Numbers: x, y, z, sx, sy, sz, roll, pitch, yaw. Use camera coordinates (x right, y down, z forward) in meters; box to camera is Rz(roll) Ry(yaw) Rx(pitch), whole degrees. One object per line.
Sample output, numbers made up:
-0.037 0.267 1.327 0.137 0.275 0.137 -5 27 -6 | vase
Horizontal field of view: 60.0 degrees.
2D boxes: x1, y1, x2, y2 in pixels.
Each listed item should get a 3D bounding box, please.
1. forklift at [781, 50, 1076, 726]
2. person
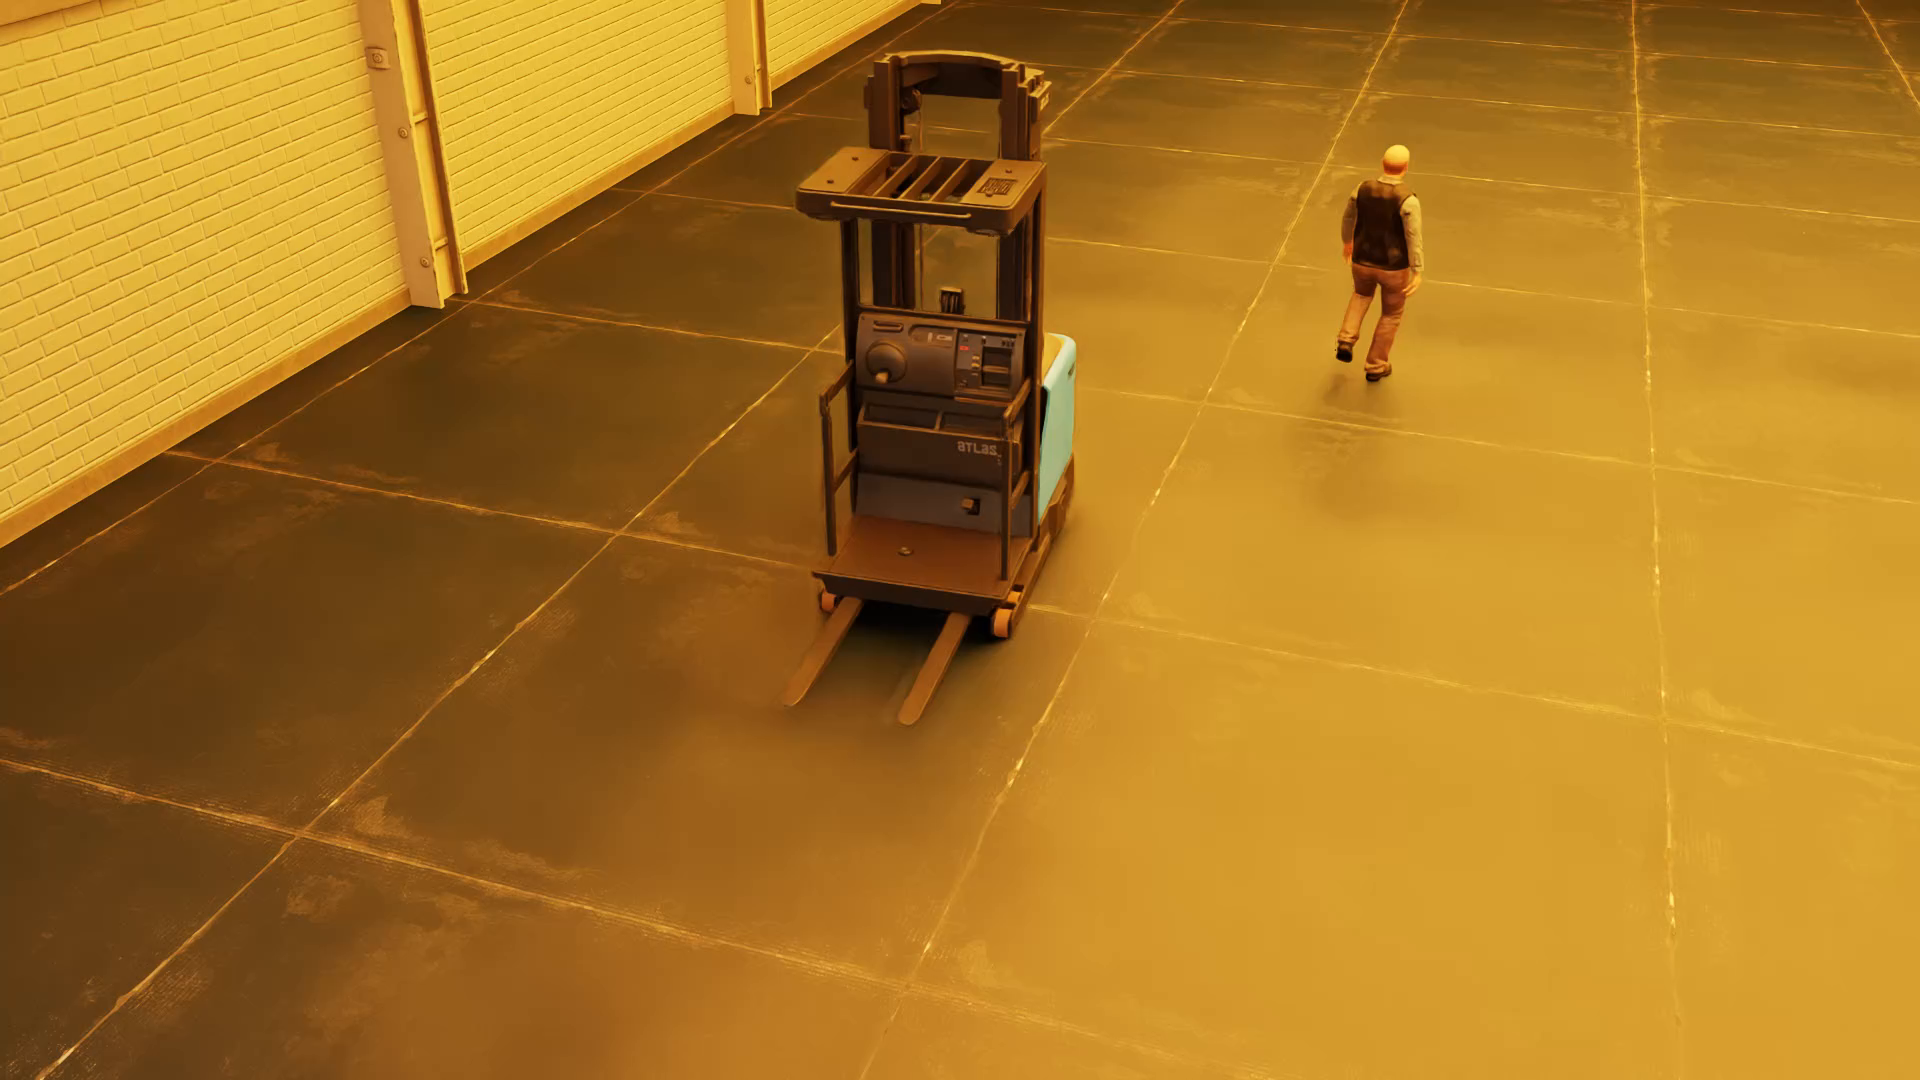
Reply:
-0.163 -0.946 8.796 1.130 2.935 3.031 8 31 13 | forklift
3.021 -1.984 11.859 0.681 1.702 0.460 21 36 33 | person
